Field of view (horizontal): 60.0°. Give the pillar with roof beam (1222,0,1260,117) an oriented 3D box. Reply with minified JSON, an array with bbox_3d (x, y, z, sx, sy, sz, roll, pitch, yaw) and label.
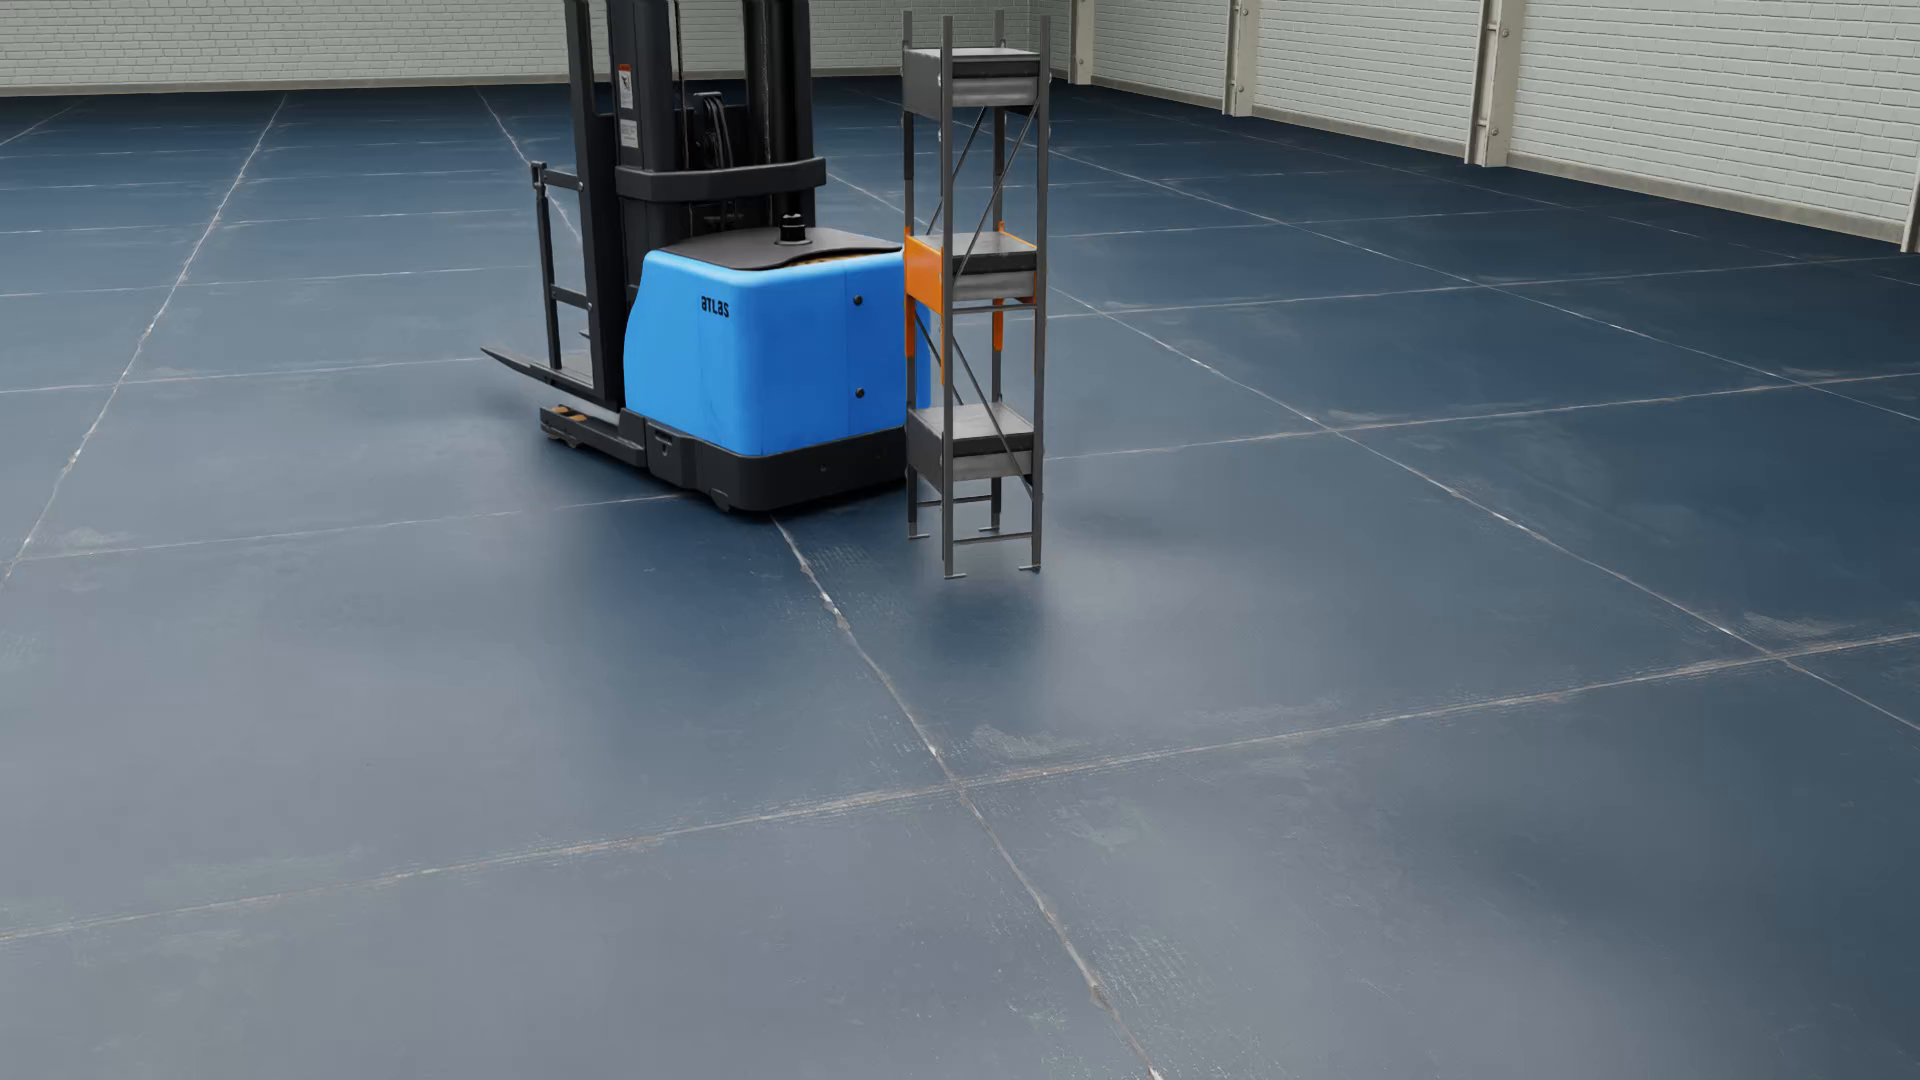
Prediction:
[{"bbox_3d":[-0.081,-9.909,21.191,9.100,9.000,0.400,-6,21,-17],"label":"pillar with roof beam"}]

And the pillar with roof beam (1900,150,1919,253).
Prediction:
[{"bbox_3d":[3.691,-6.058,10.470,9.100,9.000,0.400,-6,21,-17],"label":"pillar with roof beam"}]

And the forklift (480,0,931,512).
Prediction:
[{"bbox_3d":[-1.444,-1.924,7.939,1.130,2.935,3.031,-16,25,-37],"label":"forklift"}]

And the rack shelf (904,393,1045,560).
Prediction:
[{"bbox_3d":[0.052,-0.263,6.655,0.431,0.518,0.480,-6,21,-17],"label":"rack shelf"}]

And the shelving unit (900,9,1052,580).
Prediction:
[{"bbox_3d":[0.052,-0.935,6.414,0.431,2.100,0.503,-6,21,-17],"label":"shelving unit"}]

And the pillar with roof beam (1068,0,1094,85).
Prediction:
[{"bbox_3d":[-1.966,-11.834,26.552,9.100,9.000,0.400,-6,21,-17],"label":"pillar with roof beam"}]

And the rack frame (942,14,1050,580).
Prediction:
[{"bbox_3d":[0.129,-0.857,6.196,0.400,2.100,0.015,-6,21,-17],"label":"rack frame"}]

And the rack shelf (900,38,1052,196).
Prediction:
[{"bbox_3d":[0.052,-1.581,6.182,0.431,0.518,0.480,-6,21,-17],"label":"rack shelf"}]

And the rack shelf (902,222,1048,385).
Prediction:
[{"bbox_3d":[0.052,-0.922,6.418,0.431,0.518,0.480,-6,21,-17],"label":"rack shelf"}]

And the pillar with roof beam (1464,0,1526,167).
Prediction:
[{"bbox_3d":[1.805,-7.983,15.830,9.100,9.000,0.400,-6,21,-17],"label":"pillar with roof beam"}]

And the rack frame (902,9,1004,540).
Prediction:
[{"bbox_3d":[-0.025,-1.013,6.632,0.400,2.100,0.015,-6,21,-17],"label":"rack frame"}]
